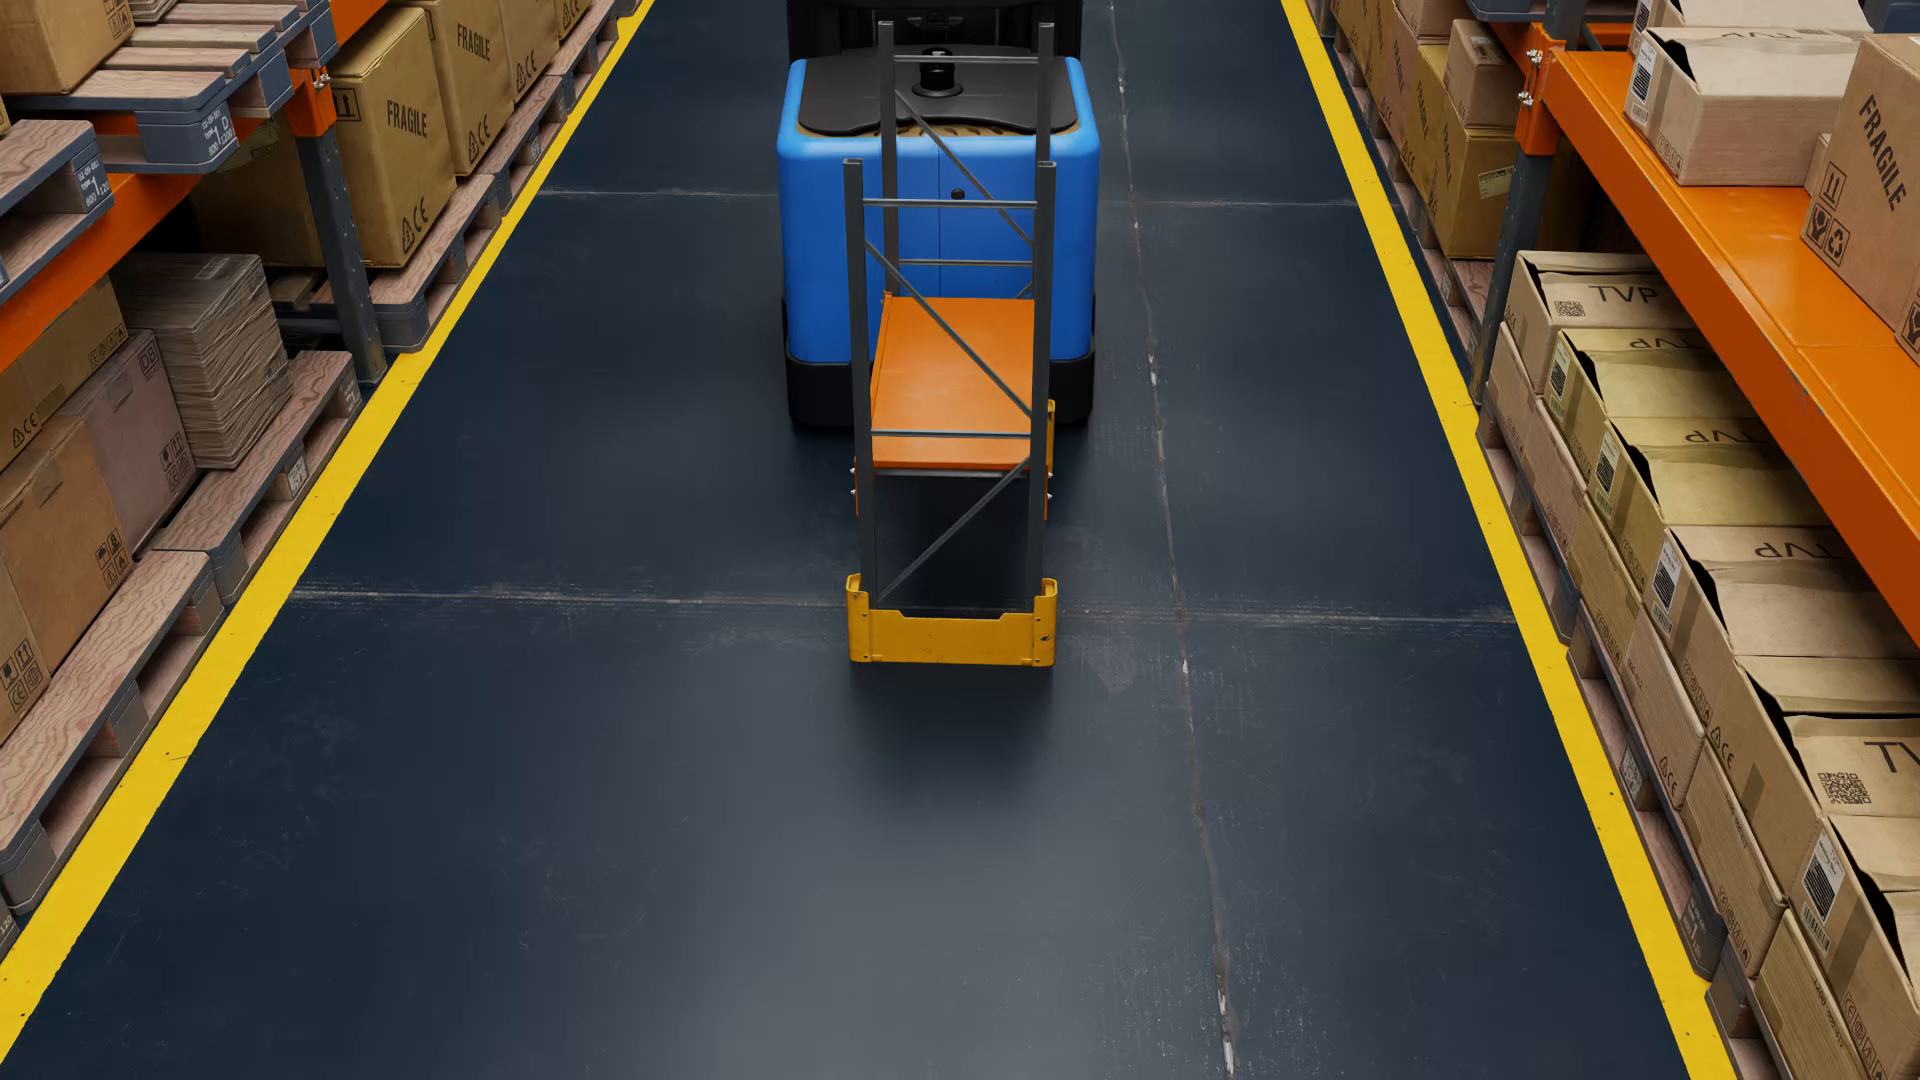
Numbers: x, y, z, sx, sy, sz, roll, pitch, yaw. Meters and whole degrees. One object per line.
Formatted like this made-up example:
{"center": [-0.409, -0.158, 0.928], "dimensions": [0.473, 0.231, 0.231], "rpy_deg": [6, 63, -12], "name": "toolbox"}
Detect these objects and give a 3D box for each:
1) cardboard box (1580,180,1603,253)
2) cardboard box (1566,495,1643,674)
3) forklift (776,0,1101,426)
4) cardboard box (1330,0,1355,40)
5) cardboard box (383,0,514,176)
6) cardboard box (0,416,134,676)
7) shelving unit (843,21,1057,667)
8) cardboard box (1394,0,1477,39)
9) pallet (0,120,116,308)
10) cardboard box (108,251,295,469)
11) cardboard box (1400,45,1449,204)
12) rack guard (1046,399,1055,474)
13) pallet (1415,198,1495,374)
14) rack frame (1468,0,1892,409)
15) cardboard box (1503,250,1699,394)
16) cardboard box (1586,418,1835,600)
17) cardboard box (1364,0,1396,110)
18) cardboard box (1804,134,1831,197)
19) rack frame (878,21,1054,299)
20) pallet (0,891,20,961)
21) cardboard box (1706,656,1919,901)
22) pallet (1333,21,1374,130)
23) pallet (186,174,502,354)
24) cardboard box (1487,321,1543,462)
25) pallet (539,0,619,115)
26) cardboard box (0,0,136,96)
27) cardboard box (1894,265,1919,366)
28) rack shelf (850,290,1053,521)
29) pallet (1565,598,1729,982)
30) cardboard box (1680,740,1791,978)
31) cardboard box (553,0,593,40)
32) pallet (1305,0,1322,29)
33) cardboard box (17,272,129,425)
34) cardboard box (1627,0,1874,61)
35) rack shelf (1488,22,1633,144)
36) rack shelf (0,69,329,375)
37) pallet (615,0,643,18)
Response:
{"center": [2.655, -1.433, 6.472], "dimensions": [0.500, 0.500, 0.500], "rpy_deg": [0, 35, 0], "name": "cardboard box"}
{"center": [1.987, 0.115, 4.504], "dimensions": [0.500, 0.250, 0.500], "rpy_deg": [0, 35, 1], "name": "cardboard box"}
{"center": [-0.100, -2.404, 6.121], "dimensions": [1.130, 2.935, 3.031], "rpy_deg": [-1, 35, -1], "name": "forklift"}
{"center": [2.233, -2.903, 8.564], "dimensions": [0.500, 0.500, 0.500], "rpy_deg": [0, 35, 0], "name": "cardboard box"}
{"center": [-2.412, -2.047, 7.059], "dimensions": [0.750, 0.750, 0.750], "rpy_deg": [1, 35, 2], "name": "cardboard box"}
{"center": [-2.720, 0.005, 4.426], "dimensions": [0.700, 0.500, 0.500], "rpy_deg": [1, 35, 2], "name": "cardboard box"}
{"center": [-0.003, -0.570, 4.756], "dimensions": [0.587, 1.500, 1.083], "rpy_deg": [1, 35, 2], "name": "shelving unit"}
{"center": [2.174, -2.347, 7.120], "dimensions": [0.500, 0.250, 0.500], "rpy_deg": [1, 35, 1], "name": "cardboard box"}
{"center": [-2.653, -0.616, 3.684], "dimensions": [1.003, 0.211, 1.213], "rpy_deg": [1, 35, 2], "name": "pallet"}
{"center": [-2.591, -0.575, 5.250], "dimensions": [0.700, 0.500, 0.500], "rpy_deg": [2, 35, 3], "name": "cardboard box"}
{"center": [2.160, -1.717, 6.876], "dimensions": [0.500, 0.500, 0.500], "rpy_deg": [0, 35, 0], "name": "cardboard box"}
{"center": [0.017, -0.345, 5.523], "dimensions": [0.587, 0.250, 0.087], "rpy_deg": [1, 35, 2], "name": "rack guard"}
{"center": [2.403, -1.007, 6.500], "dimensions": [1.003, 0.211, 1.213], "rpy_deg": [1, 35, 2], "name": "pallet"}
{"center": [2.336, -1.720, 5.089], "dimensions": [1.000, 3.000, 0.127], "rpy_deg": [1, 35, 2], "name": "rack frame"}
{"center": [2.021, -0.702, 5.179], "dimensions": [0.500, 0.311, 0.500], "rpy_deg": [2, 35, 3], "name": "cardboard box"}
{"center": [1.986, -0.107, 4.332], "dimensions": [0.500, 0.311, 0.500], "rpy_deg": [0, 35, 1], "name": "cardboard box"}
{"center": [2.195, -2.310, 7.719], "dimensions": [0.500, 0.500, 0.500], "rpy_deg": [2, 35, 2], "name": "cardboard box"}
{"center": [2.341, -0.883, 4.117], "dimensions": [0.380, 0.149, 0.250], "rpy_deg": [4, 35, 5], "name": "cardboard box"}
{"center": [0.017, -0.857, 5.165], "dimensions": [0.500, 1.500, 0.032], "rpy_deg": [1, 35, 2], "name": "rack frame"}
{"center": [-2.745, 1.159, 3.417], "dimensions": [1.003, 0.211, 1.213], "rpy_deg": [1, 35, 2], "name": "pallet"}
{"center": [1.942, 0.477, 3.501], "dimensions": [0.500, 0.311, 0.500], "rpy_deg": [1, 35, 2], "name": "cardboard box"}
{"center": [2.501, -2.409, 8.494], "dimensions": [1.003, 0.211, 1.213], "rpy_deg": [1, 35, 2], "name": "pallet"}
{"center": [-2.507, -1.143, 6.692], "dimensions": [1.003, 0.211, 1.213], "rpy_deg": [1, 35, 2], "name": "pallet"}
{"center": [2.021, -0.473, 5.340], "dimensions": [0.500, 0.250, 0.500], "rpy_deg": [1, 35, 2], "name": "cardboard box"}
{"center": [-2.409, -2.545, 8.687], "dimensions": [1.003, 0.211, 1.213], "rpy_deg": [1, 35, 2], "name": "pallet"}
{"center": [-2.618, -1.461, 4.251], "dimensions": [0.700, 0.500, 0.500], "rpy_deg": [-2, 35, -3], "name": "cardboard box"}
{"center": [2.263, -0.494, 3.257], "dimensions": [0.500, 0.500, 0.500], "rpy_deg": [1, 35, 2], "name": "cardboard box"}
{"center": [-0.003, -0.417, 4.852], "dimensions": [0.538, 0.185, 1.000], "rpy_deg": [1, 35, 2], "name": "rack shelf"}
{"center": [2.212, 0.592, 4.224], "dimensions": [1.003, 0.211, 1.213], "rpy_deg": [1, 35, 2], "name": "pallet"}
{"center": [1.944, 0.702, 3.669], "dimensions": [0.500, 0.250, 0.500], "rpy_deg": [2, 35, 3], "name": "cardboard box"}
{"center": [-2.350, -3.046, 8.480], "dimensions": [0.750, 0.750, 0.750], "rpy_deg": [2, 35, 2], "name": "cardboard box"}
{"center": [2.525, -3.272, 9.722], "dimensions": [1.003, 0.211, 1.213], "rpy_deg": [1, 35, 2], "name": "pallet"}
{"center": [-2.677, -0.556, 4.571], "dimensions": [0.500, 0.250, 0.500], "rpy_deg": [2, 35, 3], "name": "cardboard box"}
{"center": [2.277, -1.476, 4.818], "dimensions": [0.500, 0.311, 0.500], "rpy_deg": [3, 35, 5], "name": "cardboard box"}
{"center": [2.416, -2.575, 6.931], "dimensions": [1.077, 0.370, 4.000], "rpy_deg": [1, 35, 2], "name": "rack shelf"}
{"center": [-2.695, -0.389, 3.820], "dimensions": [1.077, 0.370, 4.000], "rpy_deg": [1, 35, 2], "name": "rack shelf"}
{"center": [-2.345, -3.425, 9.939], "dimensions": [1.003, 0.211, 1.213], "rpy_deg": [1, 35, 2], "name": "pallet"}
